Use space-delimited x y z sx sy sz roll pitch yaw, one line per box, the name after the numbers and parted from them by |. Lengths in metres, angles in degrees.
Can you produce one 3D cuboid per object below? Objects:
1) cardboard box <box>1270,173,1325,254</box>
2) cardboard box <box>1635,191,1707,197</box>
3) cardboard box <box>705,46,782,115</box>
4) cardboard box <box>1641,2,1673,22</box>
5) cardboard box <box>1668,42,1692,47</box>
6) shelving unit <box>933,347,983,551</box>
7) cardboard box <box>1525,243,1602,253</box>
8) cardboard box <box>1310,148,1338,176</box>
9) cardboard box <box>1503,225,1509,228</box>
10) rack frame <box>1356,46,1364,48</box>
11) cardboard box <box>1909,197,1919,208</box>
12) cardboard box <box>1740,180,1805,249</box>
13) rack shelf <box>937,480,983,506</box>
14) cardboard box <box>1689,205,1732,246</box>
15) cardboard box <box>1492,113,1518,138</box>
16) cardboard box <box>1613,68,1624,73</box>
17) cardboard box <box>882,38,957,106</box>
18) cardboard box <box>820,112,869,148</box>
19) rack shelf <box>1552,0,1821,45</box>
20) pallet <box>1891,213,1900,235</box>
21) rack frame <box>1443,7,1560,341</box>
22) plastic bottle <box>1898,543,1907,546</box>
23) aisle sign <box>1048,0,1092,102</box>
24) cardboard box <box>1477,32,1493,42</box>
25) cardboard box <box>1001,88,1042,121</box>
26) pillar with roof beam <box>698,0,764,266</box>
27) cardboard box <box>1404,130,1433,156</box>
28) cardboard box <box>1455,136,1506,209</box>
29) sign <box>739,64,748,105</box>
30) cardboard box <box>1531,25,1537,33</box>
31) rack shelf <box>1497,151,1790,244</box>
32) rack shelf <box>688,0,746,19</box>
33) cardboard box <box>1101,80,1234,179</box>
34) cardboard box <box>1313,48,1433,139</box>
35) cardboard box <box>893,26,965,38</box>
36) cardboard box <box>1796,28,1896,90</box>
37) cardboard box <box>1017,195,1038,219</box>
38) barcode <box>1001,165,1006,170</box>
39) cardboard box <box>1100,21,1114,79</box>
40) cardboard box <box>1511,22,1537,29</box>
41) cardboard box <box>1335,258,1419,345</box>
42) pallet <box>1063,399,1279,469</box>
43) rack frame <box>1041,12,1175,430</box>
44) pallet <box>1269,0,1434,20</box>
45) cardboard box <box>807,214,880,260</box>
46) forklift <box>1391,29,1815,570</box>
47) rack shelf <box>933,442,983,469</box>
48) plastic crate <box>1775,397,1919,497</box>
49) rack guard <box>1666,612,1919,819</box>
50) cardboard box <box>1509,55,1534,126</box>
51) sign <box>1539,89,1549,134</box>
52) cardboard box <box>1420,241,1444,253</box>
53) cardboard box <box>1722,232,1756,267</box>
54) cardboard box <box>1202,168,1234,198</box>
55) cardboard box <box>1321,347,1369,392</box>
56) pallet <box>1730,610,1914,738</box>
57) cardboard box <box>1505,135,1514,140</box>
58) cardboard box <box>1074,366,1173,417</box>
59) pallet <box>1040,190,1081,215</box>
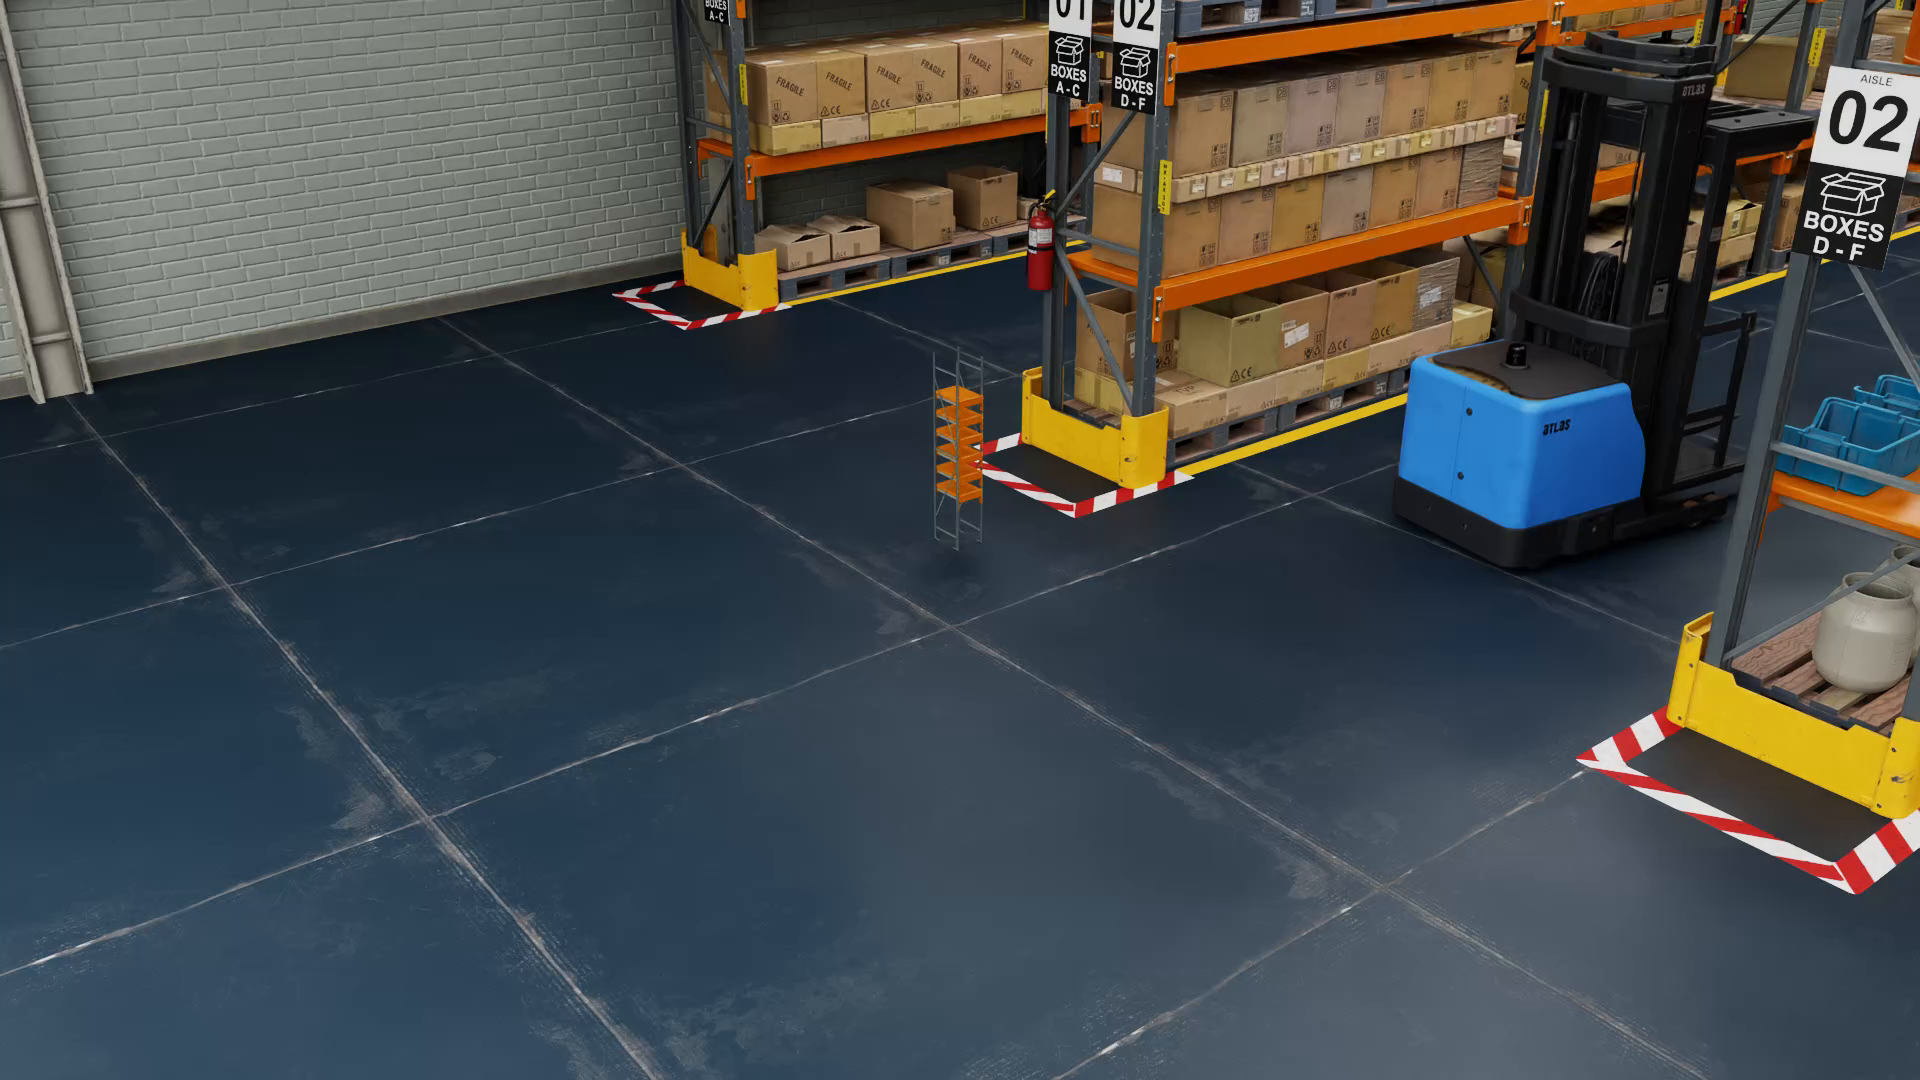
2.104 -2.357 11.647 0.500 0.500 0.700 -18 30 -34 | cardboard box
6.626 -3.167 15.612 0.500 0.311 0.500 -17 30 -32 | cardboard box
-1.896 -4.044 14.664 0.500 0.500 0.500 -19 31 -35 | cardboard box
8.889 -7.339 22.143 0.700 0.700 0.980 -20 32 -36 | cardboard box
9.977 -6.768 22.970 0.250 0.149 0.380 -19 31 -35 | cardboard box
-0.011 -0.540 9.989 0.189 1.200 0.258 -18 31 -34 | shelving unit
4.948 -2.320 13.786 0.500 0.311 0.500 -19 31 -35 | cardboard box
2.378 -2.635 11.476 0.250 0.149 0.380 -19 31 -35 | cardboard box
5.013 -2.633 14.461 0.500 0.311 0.500 -18 31 -34 | cardboard box
4.160 -5.648 18.856 0.127 3.000 1.000 -18 31 -34 | rack frame
9.761 -3.764 17.244 0.500 0.500 0.500 -18 30 -34 | cardboard box
7.754 -3.097 15.807 0.500 0.500 0.500 -17 30 -32 | cardboard box
-0.011 -0.282 10.109 0.180 0.103 0.258 -18 31 -34 | rack shelf
6.554 -2.851 14.931 0.500 0.311 0.500 -19 31 -35 | cardboard box
3.990 -3.167 12.621 0.250 0.149 0.380 -18 31 -34 | cardboard box
8.356 -6.033 22.157 0.500 0.500 0.700 -19 31 -35 | cardboard box
-0.370 -4.271 15.153 0.500 0.500 0.500 -17 30 -32 | cardboard box
-1.156 -3.672 14.753 0.500 0.250 0.500 -19 31 -36 | cardboard box
5.646 -4.523 13.723 4.000 0.370 1.077 -18 31 -34 | rack shelf
8.790 -3.240 16.980 1.213 0.211 1.003 -18 31 -34 | pallet
4.072 -2.969 13.084 0.127 3.000 1.000 -18 31 -34 | rack frame
5.233 0.086 9.206 0.133 0.283 0.061 -17 30 -33 | plastic bottle
0.691 -3.189 10.471 0.004 0.787 0.394 -18 31 -34 | aisle sign
6.189 -6.085 20.073 0.250 0.149 0.380 -19 31 -35 | cardboard box
0.429 -4.200 15.891 0.500 0.250 0.500 -18 30 -34 | cardboard box
0.538 -5.333 11.052 0.400 9.000 9.100 -18 31 -34 | pillar with roof beam
3.188 -2.903 12.053 0.250 0.149 0.380 -18 31 -34 | cardboard box
3.726 -2.897 12.810 0.500 0.500 0.700 -19 31 -35 | cardboard box
-1.801 -3.783 13.809 0.005 0.325 0.100 -18 31 -34 | sign
7.032 -6.327 20.595 0.250 0.149 0.380 -18 30 -33 | cardboard box
5.646 -3.162 14.355 4.000 0.370 1.077 -18 31 -34 | rack shelf
-0.562 -5.124 15.018 4.000 0.370 1.077 -18 31 -34 | rack shelf
1.341 -2.694 10.833 0.500 0.500 0.700 -18 30 -34 | cardboard box
2.935 -3.224 11.973 0.500 0.500 0.700 -18 31 -34 | cardboard box
-0.292 -4.576 15.811 0.500 0.500 0.500 -17 30 -33 | cardboard box
8.483 -4.619 16.022 0.500 0.500 0.700 -12 28 -24 | cardboard box
0.610 -3.374 16.801 0.380 0.166 0.250 22 33 39 | cardboard box
0.439 -3.759 16.853 0.075 0.075 0.001 -18 31 -34 | barcode
1.434 -4.975 16.764 0.500 0.500 0.700 -18 30 -34 | cardboard box
6.704 -6.537 20.277 0.500 0.500 0.500 -18 30 -34 | cardboard box
3.050 -1.802 12.447 0.500 0.500 0.500 -18 31 -34 | cardboard box
1.500 -0.877 11.890 1.213 0.211 1.003 -18 31 -34 | pallet
0.924 -1.930 10.845 0.127 3.000 1.000 -18 31 -34 | rack frame
2.457 -3.744 11.296 1.213 0.211 1.003 -18 31 -34 | pallet
-1.087 -2.848 15.494 0.500 0.311 0.500 -15 29 -30 | cardboard box
4.261 -1.589 10.192 3.031 2.935 1.130 -13 28 -26 | forklift
-0.011 -0.500 10.008 0.180 0.103 0.258 -18 31 -34 | rack shelf
4.187 -0.450 7.832 0.616 0.251 0.499 -18 31 -34 | plastic crate
4.008 0.811 7.909 0.348 0.500 1.175 -18 31 -34 | rack guard
6.876 -5.690 21.003 0.750 0.750 0.750 -18 30 -33 | cardboard box
4.415 -3.214 12.490 0.005 0.325 0.100 -18 31 -34 | sign
3.514 -2.236 13.380 0.500 0.500 0.500 -18 31 -34 | cardboard box
6.956 -2.734 15.344 0.500 0.250 0.500 -17 30 -33 | cardboard box
1.572 -2.369 10.903 0.250 0.149 0.380 -19 31 -35 | cardboard box
2.665 -1.328 12.315 0.500 0.250 0.500 -18 31 -34 | cardboard box
4.651 0.732 8.421 1.213 0.211 1.003 -18 31 -34 | pallet
4.650 -3.197 13.735 0.258 0.266 0.396 -19 31 -35 | cardboard box
1.164 -1.110 11.846 0.500 0.250 0.500 -18 31 -34 | cardboard box
1.624 -3.547 17.641 1.213 0.211 1.003 -18 31 -34 | pallet
